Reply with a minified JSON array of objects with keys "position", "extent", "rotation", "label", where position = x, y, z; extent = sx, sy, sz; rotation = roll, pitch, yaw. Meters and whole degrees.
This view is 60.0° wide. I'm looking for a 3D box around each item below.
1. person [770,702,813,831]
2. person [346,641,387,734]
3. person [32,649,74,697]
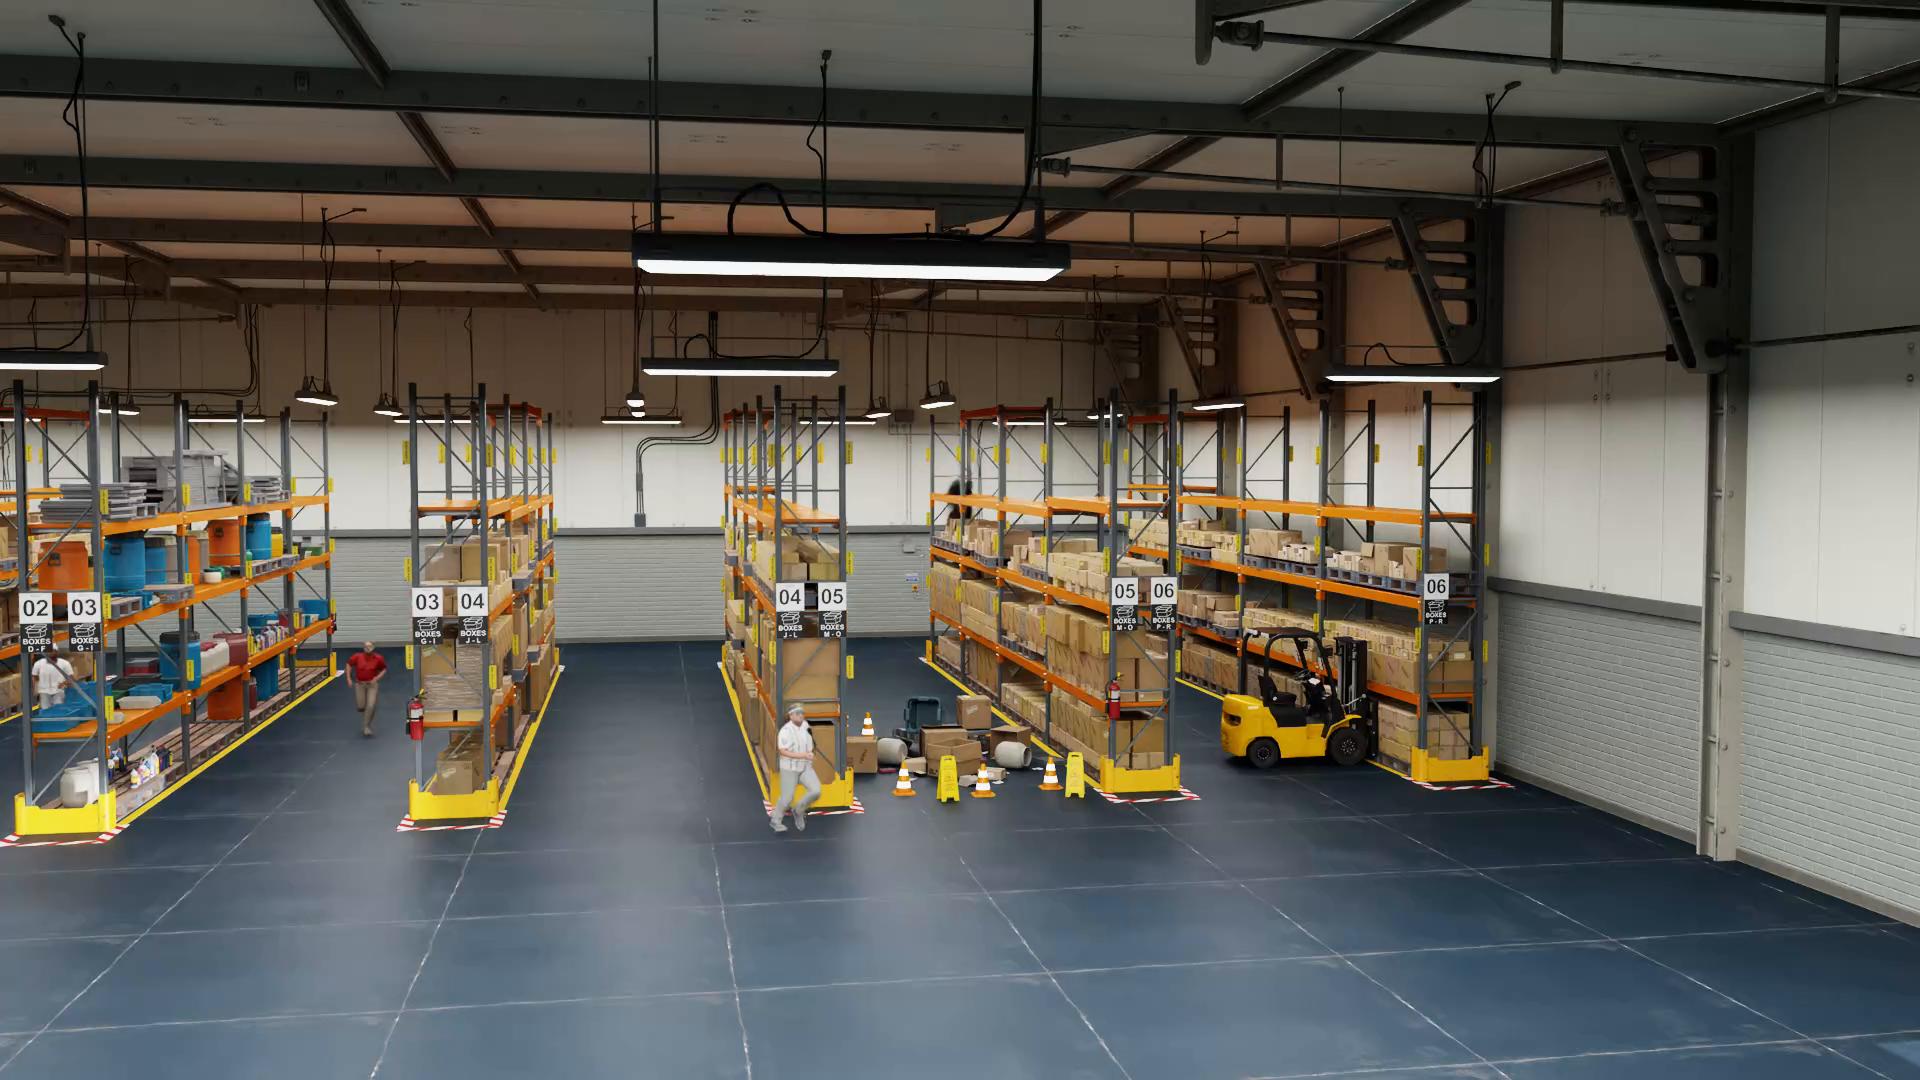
[{"position":[-2.248,2.994,22.063],"extent":[0.604,1.740,0.445],"rotation":[3,4,44],"label":"person"},{"position":[-10.734,2.654,30.093],"extent":[0.702,1.675,0.705],"rotation":[-1,3,-17],"label":"person"},{"position":[-15.873,2.692,29.055],"extent":[0.698,1.677,0.578],"rotation":[-1,3,-23],"label":"person"}]
